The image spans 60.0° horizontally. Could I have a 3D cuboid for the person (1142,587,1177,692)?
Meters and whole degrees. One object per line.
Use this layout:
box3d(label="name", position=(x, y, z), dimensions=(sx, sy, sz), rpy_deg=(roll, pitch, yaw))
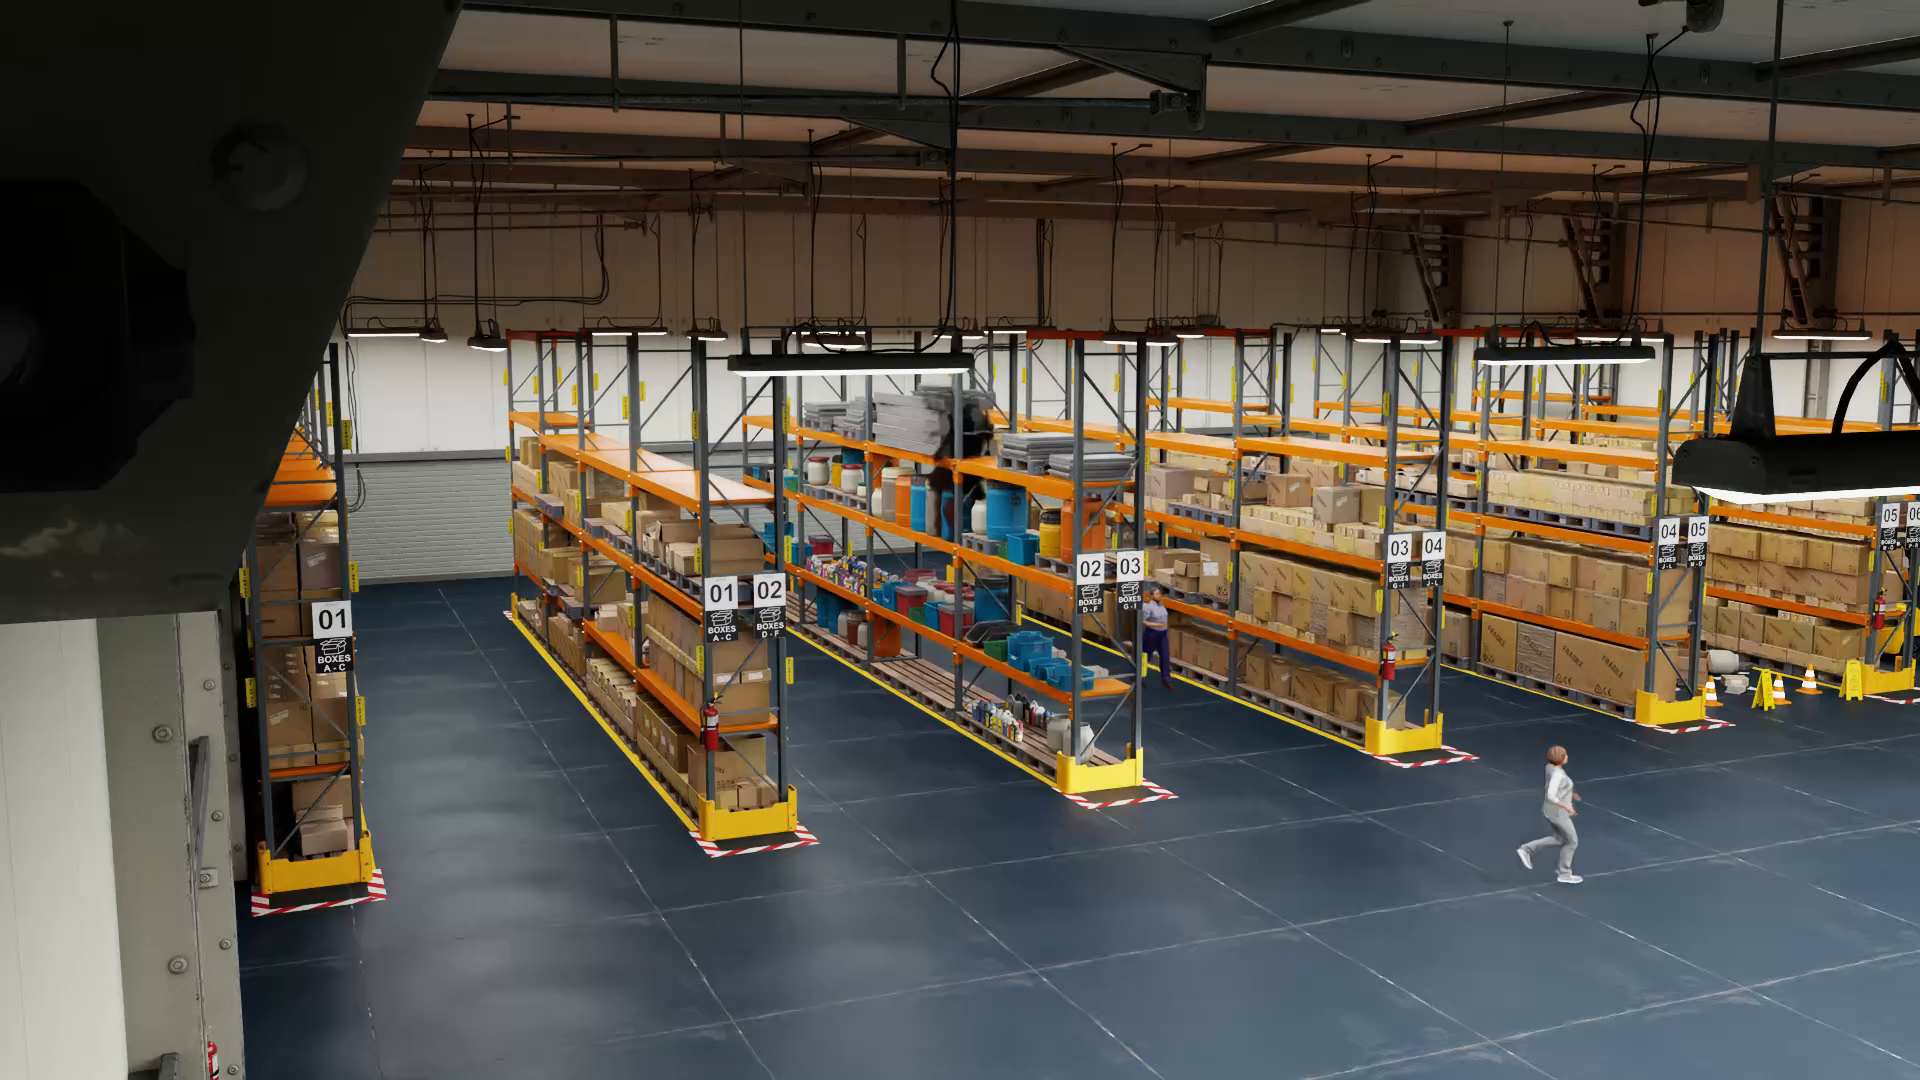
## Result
box3d(label="person", position=(3.146, 1.596, 26.741), dimensions=(0.606, 1.692, 0.861), rpy_deg=(-6, 10, -38))

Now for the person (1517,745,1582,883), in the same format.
box3d(label="person", position=(6.608, 3.051, 18.523), dimensions=(0.705, 1.555, 0.544), rpy_deg=(1, 8, 7))

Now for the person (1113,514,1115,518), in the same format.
box3d(label="person", position=(3.634, 0.204, 38.922), dimensions=(0.745, 1.692, 0.542), rpy_deg=(-2, 8, -16))
